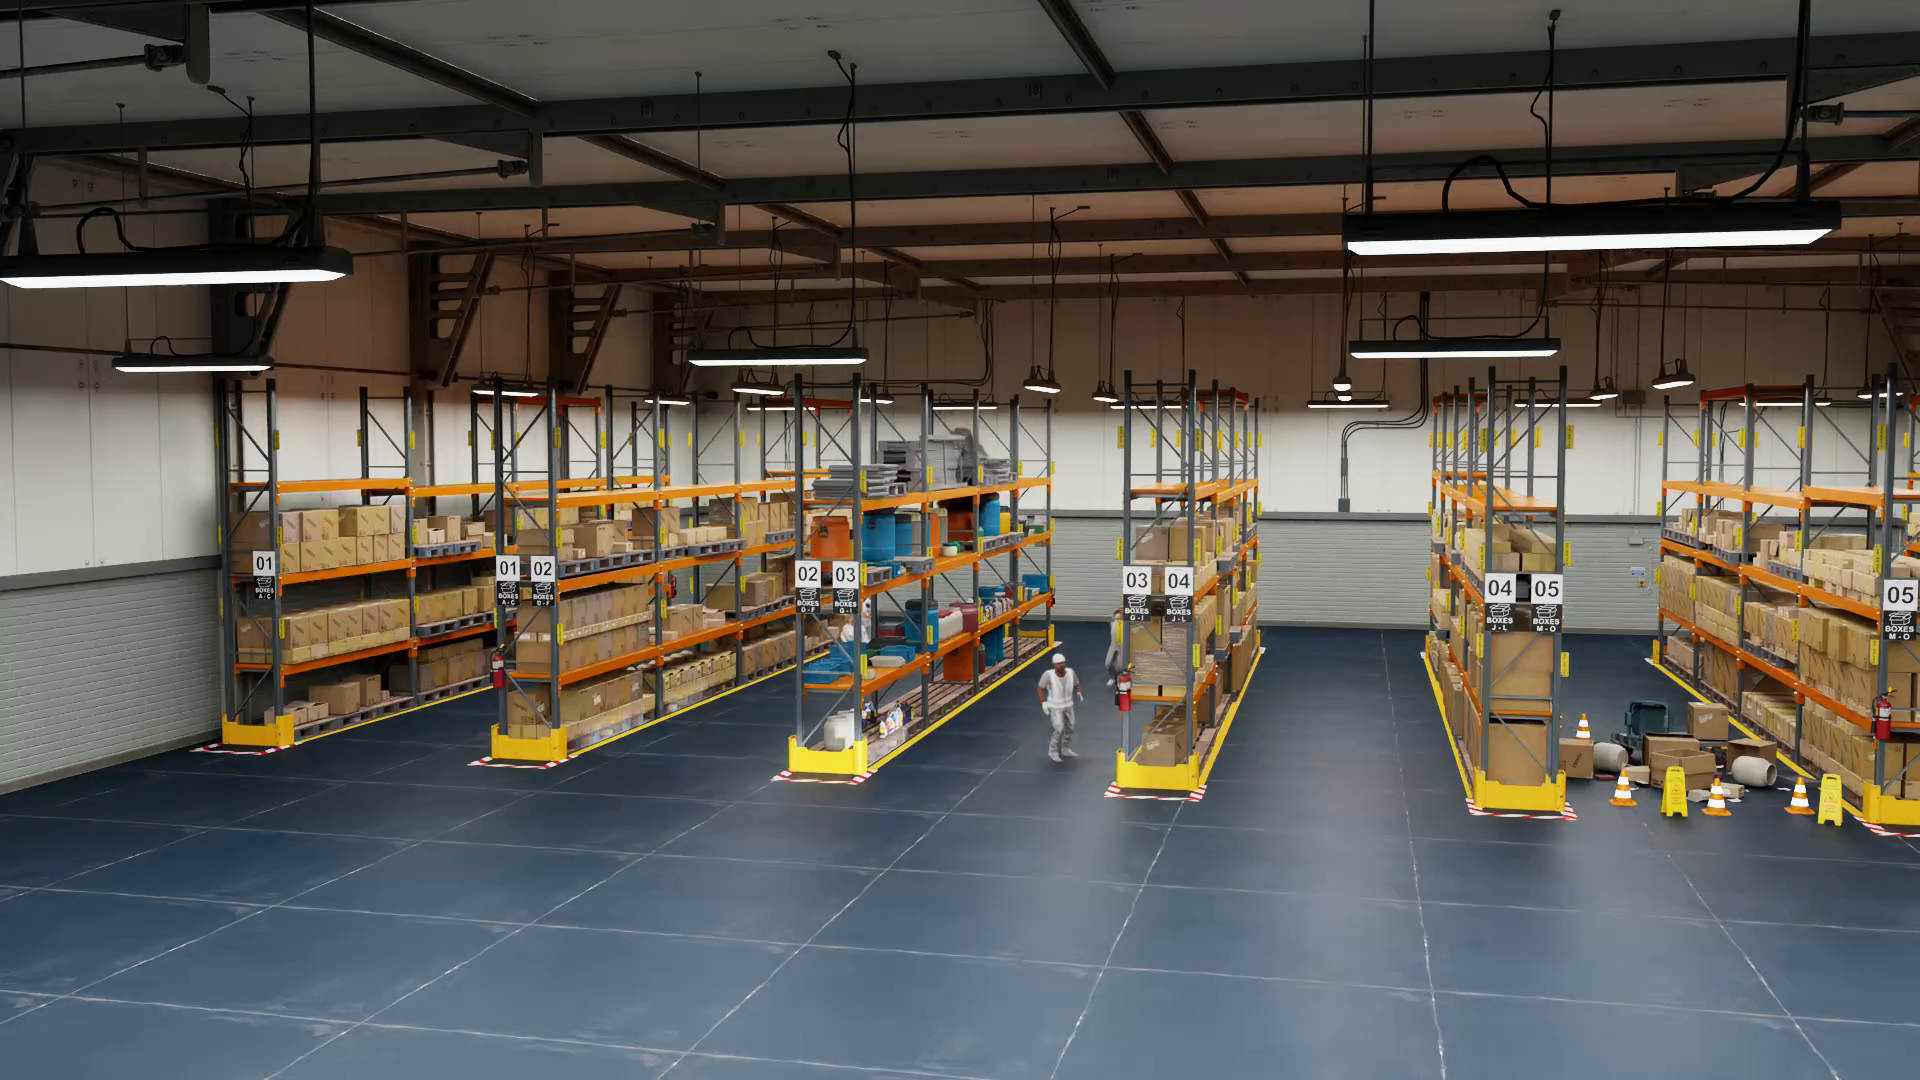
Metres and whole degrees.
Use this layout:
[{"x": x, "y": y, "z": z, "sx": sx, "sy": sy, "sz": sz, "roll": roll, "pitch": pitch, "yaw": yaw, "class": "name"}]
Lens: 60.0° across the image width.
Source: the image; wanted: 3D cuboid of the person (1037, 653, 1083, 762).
[{"x": 1.596, "y": 2.613, "z": 26.009, "sx": 0.701, "sy": 1.717, "sz": 0.756, "roll": -2, "pitch": 4, "yaw": -26, "class": "person"}]

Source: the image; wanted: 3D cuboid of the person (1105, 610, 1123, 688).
[{"x": 3.184, "y": 2.189, "z": 33.342, "sx": 0.566, "sy": 1.607, "sz": 0.651, "roll": 2, "pitch": 4, "yaw": 29, "class": "person"}]

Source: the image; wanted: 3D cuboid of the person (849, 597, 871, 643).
[{"x": -2.151, "y": 1.932, "z": 36.678, "sx": 0.648, "sy": 1.810, "sz": 0.725, "roll": 0, "pitch": 3, "yaw": 3, "class": "person"}]

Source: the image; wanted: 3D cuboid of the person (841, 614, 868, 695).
[{"x": -2.109, "y": 2.207, "z": 32.618, "sx": 0.628, "sy": 1.680, "sz": 0.640, "roll": 1, "pitch": 4, "yaw": 15, "class": "person"}]
